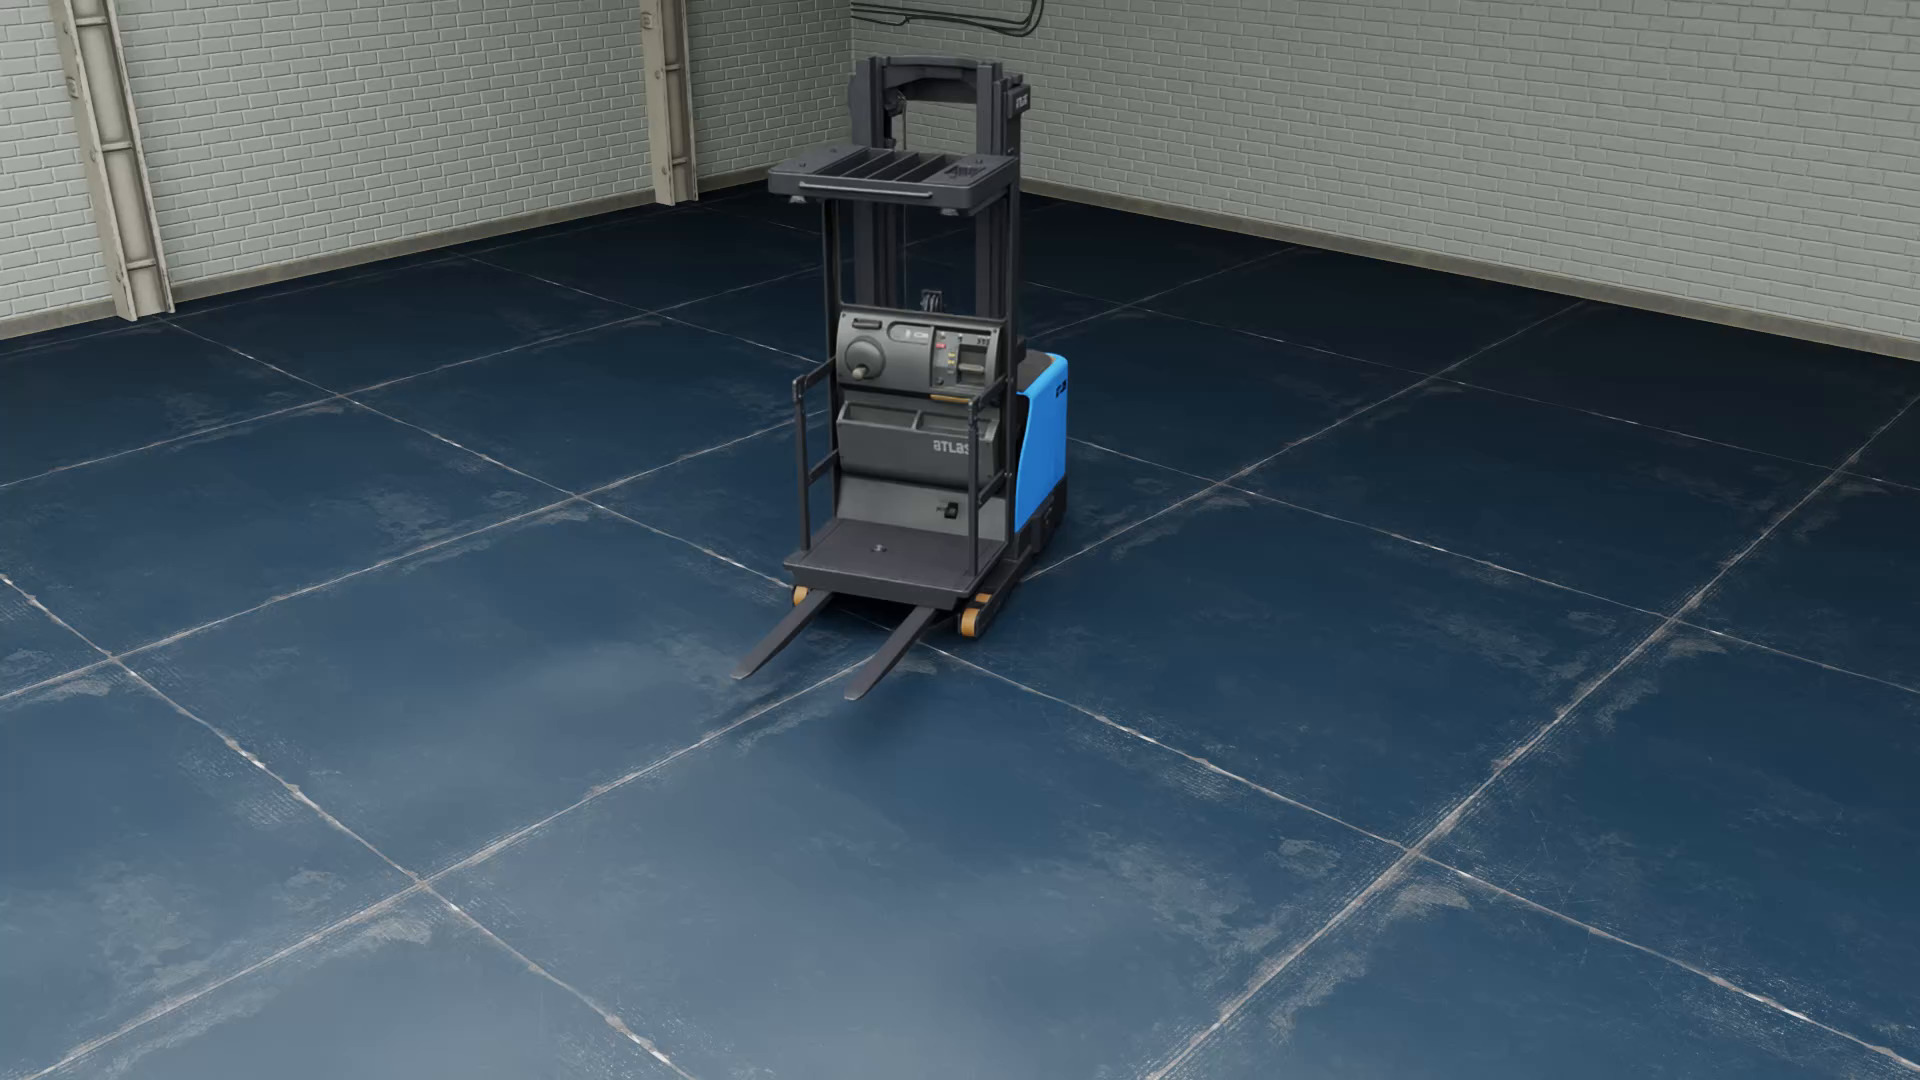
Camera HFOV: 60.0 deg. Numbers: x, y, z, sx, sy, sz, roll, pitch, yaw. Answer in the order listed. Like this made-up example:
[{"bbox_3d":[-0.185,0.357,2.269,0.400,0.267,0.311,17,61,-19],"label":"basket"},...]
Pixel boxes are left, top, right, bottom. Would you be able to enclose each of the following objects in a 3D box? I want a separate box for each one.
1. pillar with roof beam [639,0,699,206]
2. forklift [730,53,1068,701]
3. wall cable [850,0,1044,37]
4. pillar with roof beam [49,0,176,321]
[{"bbox_3d":[0.000,-6.768,14.345,9.100,9.000,0.400,20,31,38],"label":"pillar with roof beam"},{"bbox_3d":[-0.305,-0.992,8.880,1.130,2.935,3.031,8,25,18],"label":"forklift"},{"bbox_3d":[-0.255,-7.063,18.798,3.097,2.526,0.112,20,31,38],"label":"wall cable"},{"bbox_3d":[-4.004,-4.940,10.268,9.100,9.000,0.400,20,31,38],"label":"pillar with roof beam"}]
